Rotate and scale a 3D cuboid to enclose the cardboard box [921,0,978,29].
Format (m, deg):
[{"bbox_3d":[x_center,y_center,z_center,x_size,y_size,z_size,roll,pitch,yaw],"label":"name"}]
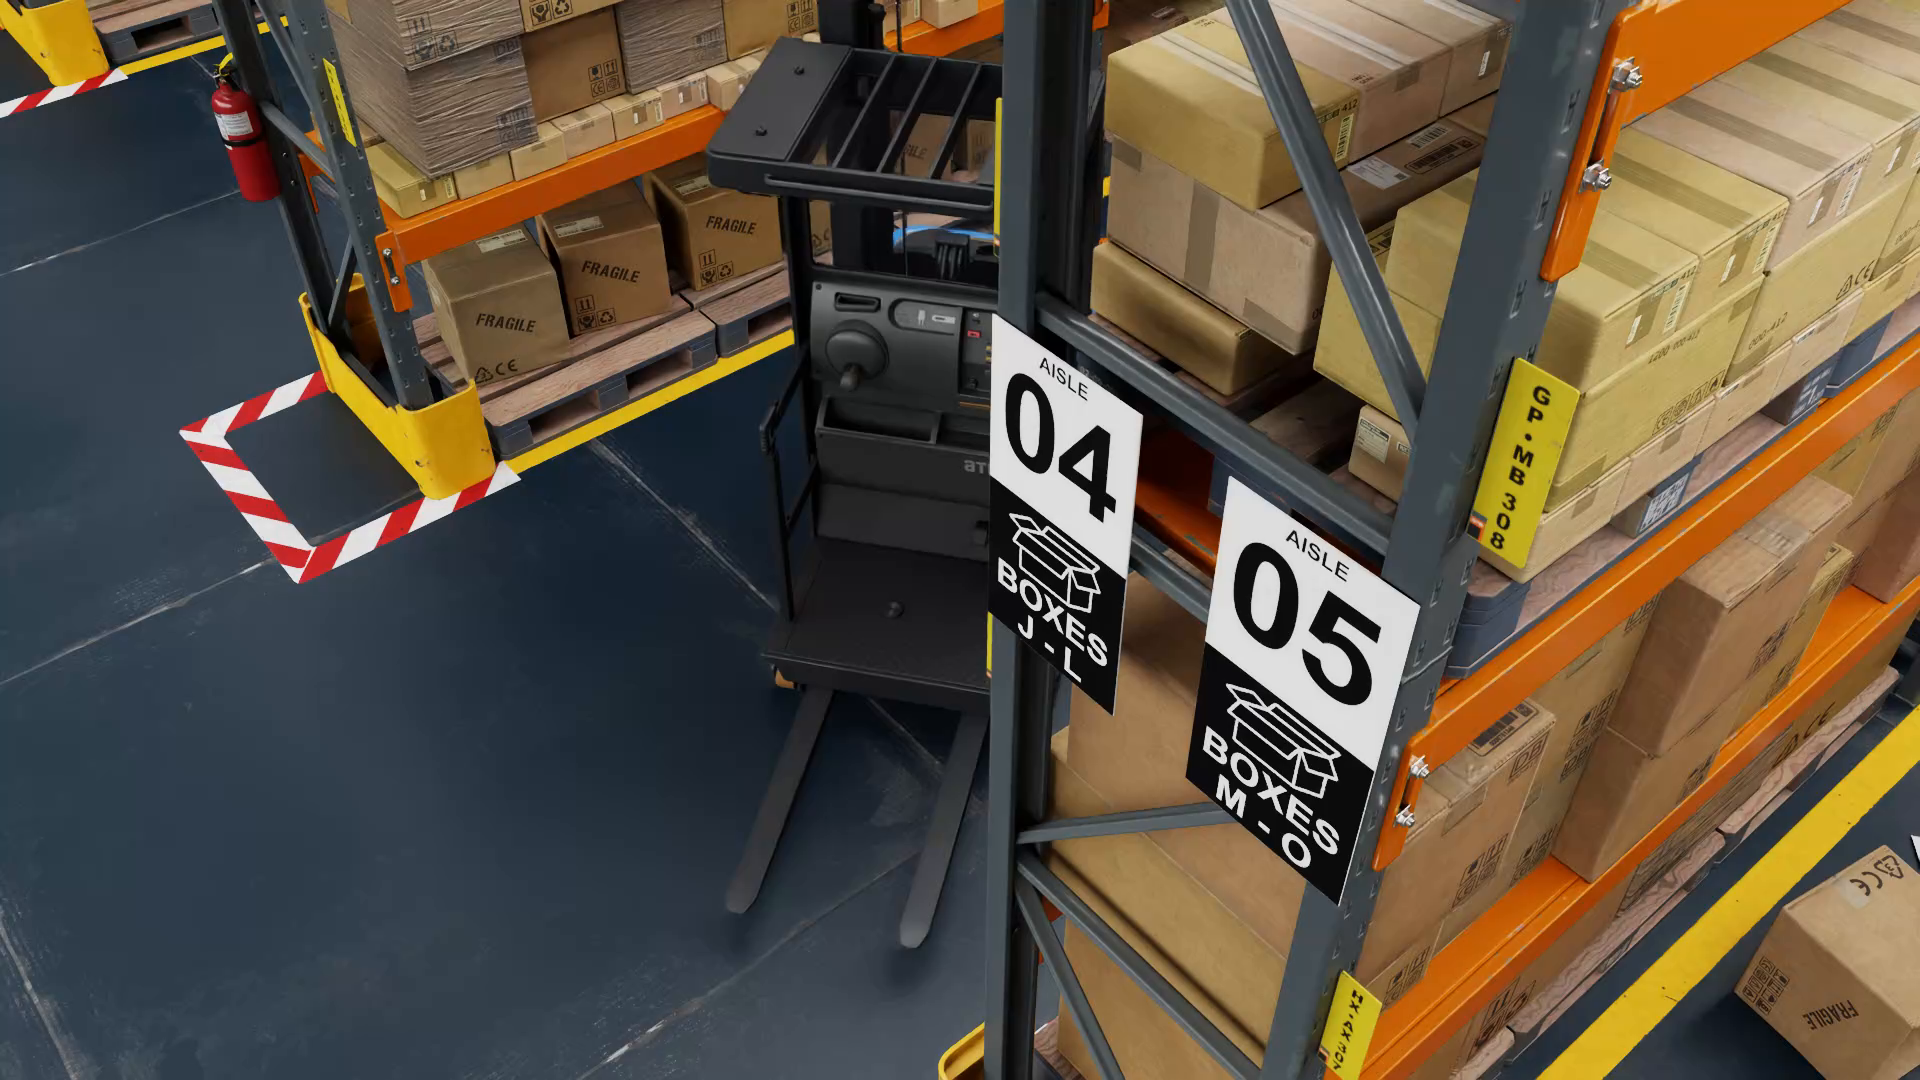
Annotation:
[{"bbox_3d":[-0.126,-2.670,8.139,0.250,0.149,0.380,-30,51,-28],"label":"cardboard box"}]

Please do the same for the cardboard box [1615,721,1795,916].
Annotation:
[{"bbox_3d":[2.287,0.546,5.776,0.875,0.875,0.875,-29,51,-28],"label":"cardboard box"}]

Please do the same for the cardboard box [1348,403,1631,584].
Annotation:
[{"bbox_3d":[0.904,-0.129,2.863,0.250,0.149,0.380,-29,51,-28],"label":"cardboard box"}]

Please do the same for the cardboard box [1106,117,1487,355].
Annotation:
[{"bbox_3d":[0.631,-0.654,3.131,0.500,0.250,0.500,-29,50,-27],"label":"cardboard box"}]

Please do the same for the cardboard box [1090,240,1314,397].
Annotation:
[{"bbox_3d":[0.472,-0.471,3.227,0.250,0.149,0.380,-30,51,-28],"label":"cardboard box"}]

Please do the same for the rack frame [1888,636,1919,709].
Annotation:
[{"bbox_3d":[3.503,-0.713,5.871,0.127,3.000,1.000,-30,51,-28],"label":"rack frame"}]

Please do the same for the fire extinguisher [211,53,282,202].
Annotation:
[{"bbox_3d":[-3.053,-1.768,7.052,0.183,0.674,0.296,-30,51,-28],"label":"fire extinguisher"}]

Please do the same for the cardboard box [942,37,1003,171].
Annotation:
[{"bbox_3d":[0.066,-2.449,9.239,0.500,0.500,0.500,-31,52,-29],"label":"cardboard box"}]

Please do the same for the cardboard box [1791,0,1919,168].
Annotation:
[{"bbox_3d":[1.675,-0.863,3.062,0.250,0.149,0.380,-31,51,-29],"label":"cardboard box"}]

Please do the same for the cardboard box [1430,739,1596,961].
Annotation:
[{"bbox_3d":[1.098,0.550,4.418,0.550,0.550,0.875,-30,51,-28],"label":"cardboard box"}]

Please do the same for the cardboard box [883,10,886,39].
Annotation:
[{"bbox_3d":[-0.569,-2.498,7.956,0.250,0.149,0.380,-30,51,-28],"label":"cardboard box"}]

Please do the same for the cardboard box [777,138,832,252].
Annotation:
[{"bbox_3d":[-0.795,-1.879,8.633,0.500,0.500,0.500,34,53,31],"label":"cardboard box"}]

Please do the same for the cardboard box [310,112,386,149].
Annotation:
[{"bbox_3d":[-2.584,-1.747,7.156,0.250,0.149,0.380,-30,51,-28],"label":"cardboard box"}]

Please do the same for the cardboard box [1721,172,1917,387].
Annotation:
[{"bbox_3d":[1.358,-0.593,3.066,0.500,0.250,0.500,-30,51,-28],"label":"cardboard box"}]

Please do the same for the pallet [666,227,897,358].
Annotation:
[{"bbox_3d":[-1.031,-1.493,8.739,1.213,0.211,1.003,-30,51,-28],"label":"pallet"}]

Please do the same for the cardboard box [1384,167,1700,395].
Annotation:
[{"bbox_3d":[0.895,-0.417,2.587,0.250,0.149,0.380,-29,50,-27],"label":"cardboard box"}]

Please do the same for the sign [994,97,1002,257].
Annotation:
[{"bbox_3d":[0.097,-0.634,3.008,0.005,0.325,0.100,-30,51,-28],"label":"sign"}]

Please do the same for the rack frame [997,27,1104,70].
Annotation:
[{"bbox_3d":[0.398,-3.362,8.692,0.127,3.000,1.000,-30,51,-28],"label":"rack frame"}]

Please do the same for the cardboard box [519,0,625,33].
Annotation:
[{"bbox_3d":[-1.685,-2.429,6.678,0.500,0.500,0.500,-30,51,-28],"label":"cardboard box"}]

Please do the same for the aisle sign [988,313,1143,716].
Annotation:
[{"bbox_3d":[0.188,-0.030,3.245,0.004,0.787,0.394,-30,51,-28],"label":"aisle sign"}]

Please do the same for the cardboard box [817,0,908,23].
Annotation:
[{"bbox_3d":[-0.712,-2.868,7.876,0.500,0.500,0.875,-30,51,-28],"label":"cardboard box"}]

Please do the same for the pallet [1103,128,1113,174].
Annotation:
[{"bbox_3d":[0.994,-2.688,10.012,1.213,0.211,1.003,-30,51,-28],"label":"pallet"}]

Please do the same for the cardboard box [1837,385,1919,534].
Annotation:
[{"bbox_3d":[2.348,-0.549,4.799,0.550,0.550,0.875,-30,51,-28],"label":"cardboard box"}]

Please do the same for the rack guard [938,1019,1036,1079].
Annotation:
[{"bbox_3d":[0.416,1.966,4.845,0.348,0.500,1.175,-30,51,-28],"label":"rack guard"}]

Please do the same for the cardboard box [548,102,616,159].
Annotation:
[{"bbox_3d":[-1.714,-1.836,7.250,0.250,0.149,0.380,-30,51,-28],"label":"cardboard box"}]

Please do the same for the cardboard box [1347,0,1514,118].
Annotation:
[{"bbox_3d":[0.865,-0.985,3.192,0.250,0.149,0.380,-29,50,-27],"label":"cardboard box"}]

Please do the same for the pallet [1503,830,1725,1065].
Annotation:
[{"bbox_3d":[1.933,1.135,5.941,1.213,0.211,1.003,-30,51,-28],"label":"pallet"}]

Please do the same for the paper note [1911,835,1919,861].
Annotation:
[{"bbox_3d":[3.568,1.140,6.067,0.147,0.020,0.142,7,44,7],"label":"paper note"}]

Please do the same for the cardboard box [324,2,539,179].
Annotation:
[{"bbox_3d":[-2.230,-1.977,6.927,0.500,0.500,0.875,-30,51,-28],"label":"cardboard box"}]

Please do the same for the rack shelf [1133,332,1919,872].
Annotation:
[{"bbox_3d":[1.969,-0.665,4.155,4.000,0.370,1.077,-30,51,-28],"label":"rack shelf"}]

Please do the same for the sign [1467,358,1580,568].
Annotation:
[{"bbox_3d":[0.786,-0.103,2.334,0.005,0.325,0.100,-30,51,-28],"label":"sign"}]

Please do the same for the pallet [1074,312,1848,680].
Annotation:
[{"bbox_3d":[0.997,-0.348,3.357,1.213,0.211,1.003,-30,51,-28],"label":"pallet"}]

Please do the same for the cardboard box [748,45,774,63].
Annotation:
[{"bbox_3d":[-0.979,-2.301,7.746,0.250,0.149,0.380,-30,51,-28],"label":"cardboard box"}]

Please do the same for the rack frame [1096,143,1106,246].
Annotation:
[{"bbox_3d":[0.462,-1.219,7.506,0.032,1.500,0.500,-22,47,-21],"label":"rack frame"}]

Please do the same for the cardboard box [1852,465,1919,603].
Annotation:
[{"bbox_3d":[2.820,-0.346,5.371,0.550,0.550,0.875,-30,51,-28],"label":"cardboard box"}]

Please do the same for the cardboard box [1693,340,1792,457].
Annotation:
[{"bbox_3d":[1.291,-0.351,3.099,0.250,0.149,0.380,-30,51,-28],"label":"cardboard box"}]

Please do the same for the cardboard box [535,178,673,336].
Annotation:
[{"bbox_3d":[-1.744,-1.393,8.115,0.500,0.500,0.500,-17,46,-18],"label":"cardboard box"}]

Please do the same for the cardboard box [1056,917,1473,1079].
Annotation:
[{"bbox_3d":[0.913,1.333,4.938,0.875,0.875,0.875,-29,51,-28],"label":"cardboard box"}]

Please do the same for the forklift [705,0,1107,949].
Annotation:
[{"bbox_3d":[-0.129,-0.607,5.809,1.130,2.935,3.031,9,44,9],"label":"forklift"}]

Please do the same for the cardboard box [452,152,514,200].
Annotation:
[{"bbox_3d":[-2.094,-1.613,7.013,0.250,0.149,0.380,-30,51,-28],"label":"cardboard box"}]

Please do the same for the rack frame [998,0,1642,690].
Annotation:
[{"bbox_3d":[0.435,-1.143,1.947,0.127,3.000,1.000,-30,51,-28],"label":"rack frame"}]

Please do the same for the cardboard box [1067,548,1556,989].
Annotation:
[{"bbox_3d":[0.744,0.453,3.732,0.550,0.550,0.875,-30,51,-28],"label":"cardboard box"}]

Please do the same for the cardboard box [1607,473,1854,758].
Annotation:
[{"bbox_3d":[1.624,-0.011,4.226,0.550,0.550,0.875,-30,51,-28],"label":"cardboard box"}]

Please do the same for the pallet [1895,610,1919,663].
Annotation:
[{"bbox_3d":[4.047,-0.075,7.229,1.213,0.211,1.003,-30,51,-28],"label":"pallet"}]

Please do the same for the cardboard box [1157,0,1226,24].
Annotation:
[{"bbox_3d":[1.261,-3.069,9.885,0.500,0.500,0.700,-30,51,-28],"label":"cardboard box"}]

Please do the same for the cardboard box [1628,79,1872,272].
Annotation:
[{"bbox_3d":[1.284,-0.639,2.824,0.250,0.149,0.380,-30,51,-28],"label":"cardboard box"}]

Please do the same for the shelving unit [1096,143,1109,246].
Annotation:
[{"bbox_3d":[0.910,-1.396,7.695,1.083,1.500,0.587,-22,47,-21],"label":"shelving unit"}]

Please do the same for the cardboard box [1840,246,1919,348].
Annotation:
[{"bbox_3d":[1.678,-0.573,3.335,0.250,0.149,0.380,-30,51,-28],"label":"cardboard box"}]

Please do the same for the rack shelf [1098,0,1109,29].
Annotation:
[{"bbox_3d":[1.932,-3.978,9.874,4.000,0.370,1.077,-30,51,-28],"label":"rack shelf"}]

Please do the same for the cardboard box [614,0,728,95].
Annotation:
[{"bbox_3d":[-1.513,-2.456,7.438,0.500,0.500,0.875,-30,51,-28],"label":"cardboard box"}]

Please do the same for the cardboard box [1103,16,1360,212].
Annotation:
[{"bbox_3d":[0.475,-0.764,2.956,0.250,0.149,0.380,-29,51,-28],"label":"cardboard box"}]

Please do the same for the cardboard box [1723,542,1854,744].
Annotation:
[{"bbox_3d":[1.988,0.115,4.880,0.500,0.550,0.875,-30,51,-28],"label":"cardboard box"}]

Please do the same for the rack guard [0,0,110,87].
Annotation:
[{"bbox_3d":[-5.820,-3.353,10.508,0.348,0.500,1.175,-30,51,-28],"label":"rack guard"}]

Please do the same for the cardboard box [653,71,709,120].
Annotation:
[{"bbox_3d":[-1.344,-2.066,7.496,0.250,0.149,0.380,-30,51,-28],"label":"cardboard box"}]
